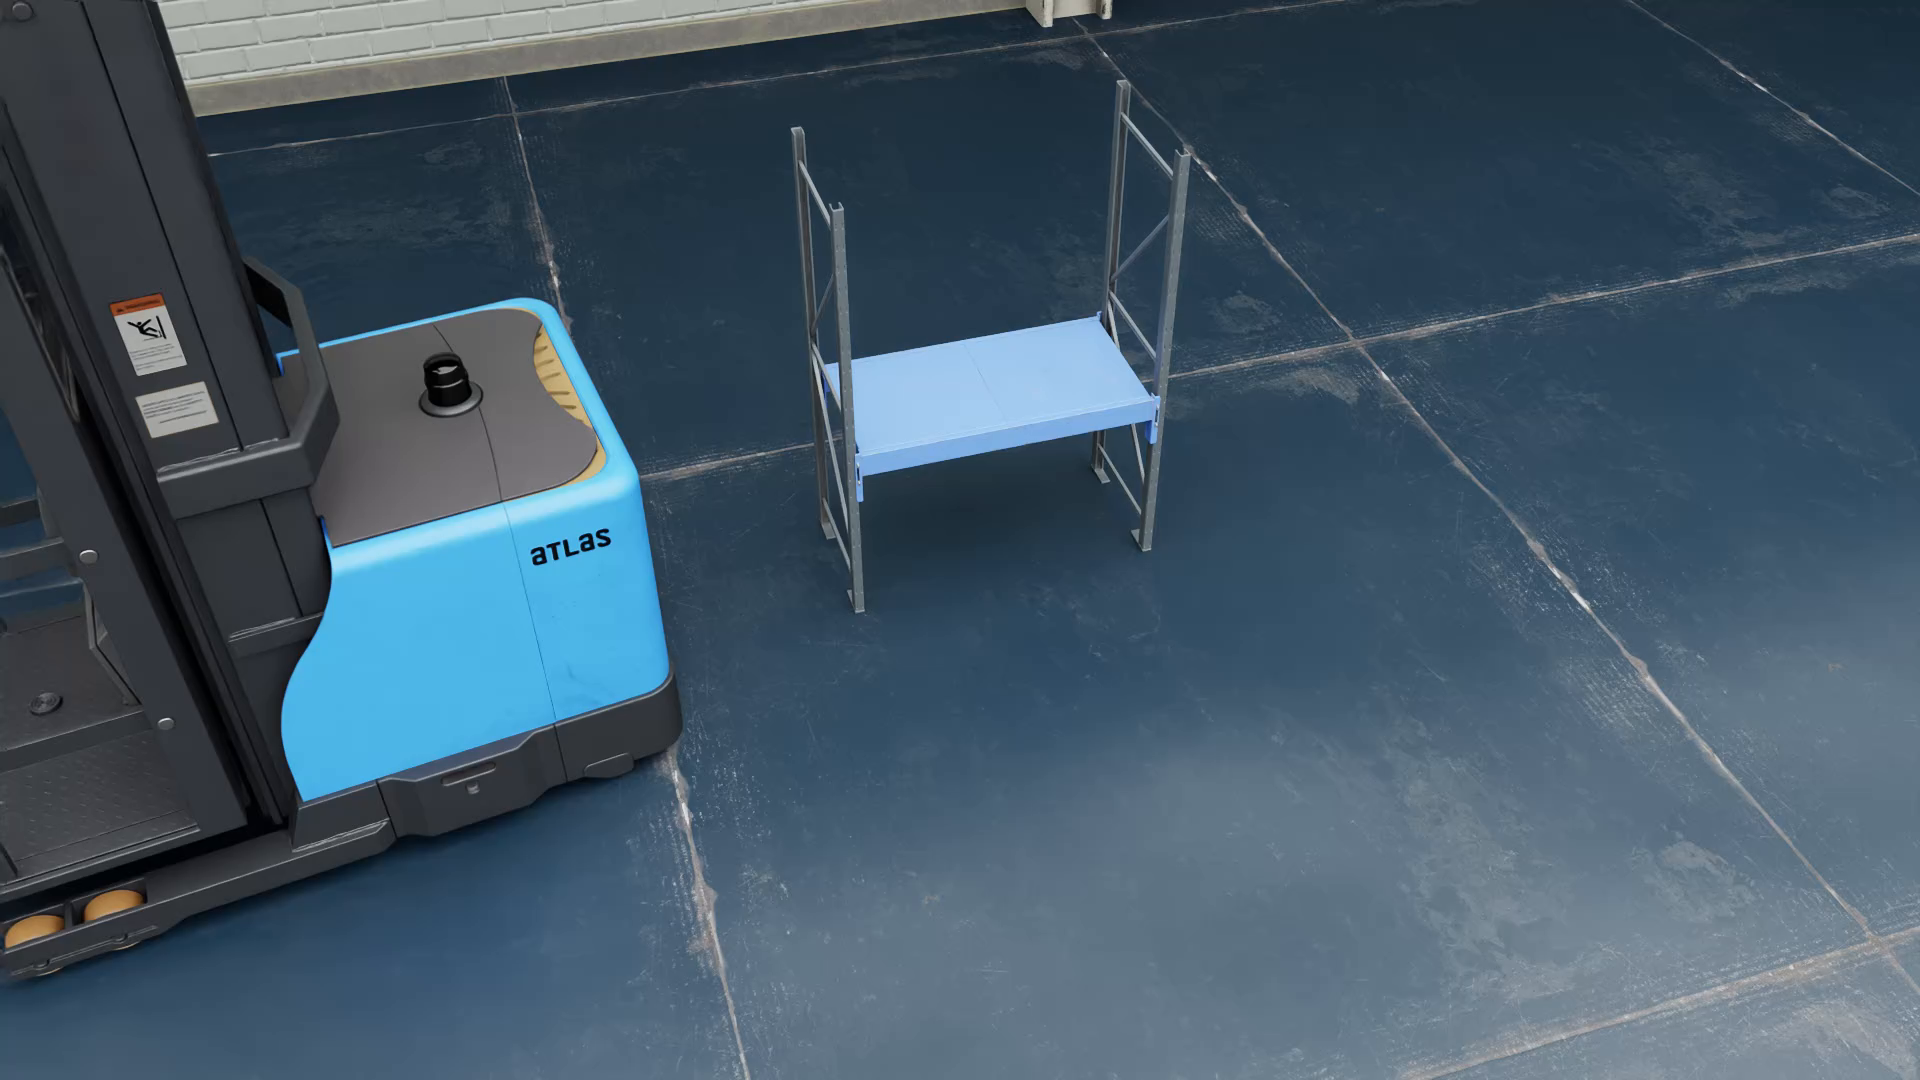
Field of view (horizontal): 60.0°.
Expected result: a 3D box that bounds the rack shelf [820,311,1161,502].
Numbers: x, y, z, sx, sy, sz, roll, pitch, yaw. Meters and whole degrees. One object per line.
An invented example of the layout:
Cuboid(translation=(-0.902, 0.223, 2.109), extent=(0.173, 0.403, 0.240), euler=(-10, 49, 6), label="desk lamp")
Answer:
Cuboid(translation=(0.081, -0.446, 5.394), extent=(1.000, 0.185, 0.538), euler=(-12, 42, -13), label="rack shelf")

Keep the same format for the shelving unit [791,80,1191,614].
Cuboid(translation=(0.081, -0.582, 5.276), extent=(1.048, 1.500, 0.538), euler=(-12, 42, -13), label="shelving unit")

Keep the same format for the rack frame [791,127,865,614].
Cuboid(translation=(-0.404, -0.481, 5.161), extent=(0.032, 1.500, 0.500), euler=(-12, 42, -13), label="rack frame")

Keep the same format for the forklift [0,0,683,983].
Cuboid(translation=(-2.392, -0.344, 3.917), extent=(3.031, 2.935, 1.130), euler=(-17, 44, -18), label="forklift")

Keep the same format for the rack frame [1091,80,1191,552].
Cuboid(translation=(0.566, -0.682, 5.391), extent=(0.032, 1.500, 0.500), euler=(-12, 42, -13), label="rack frame")
